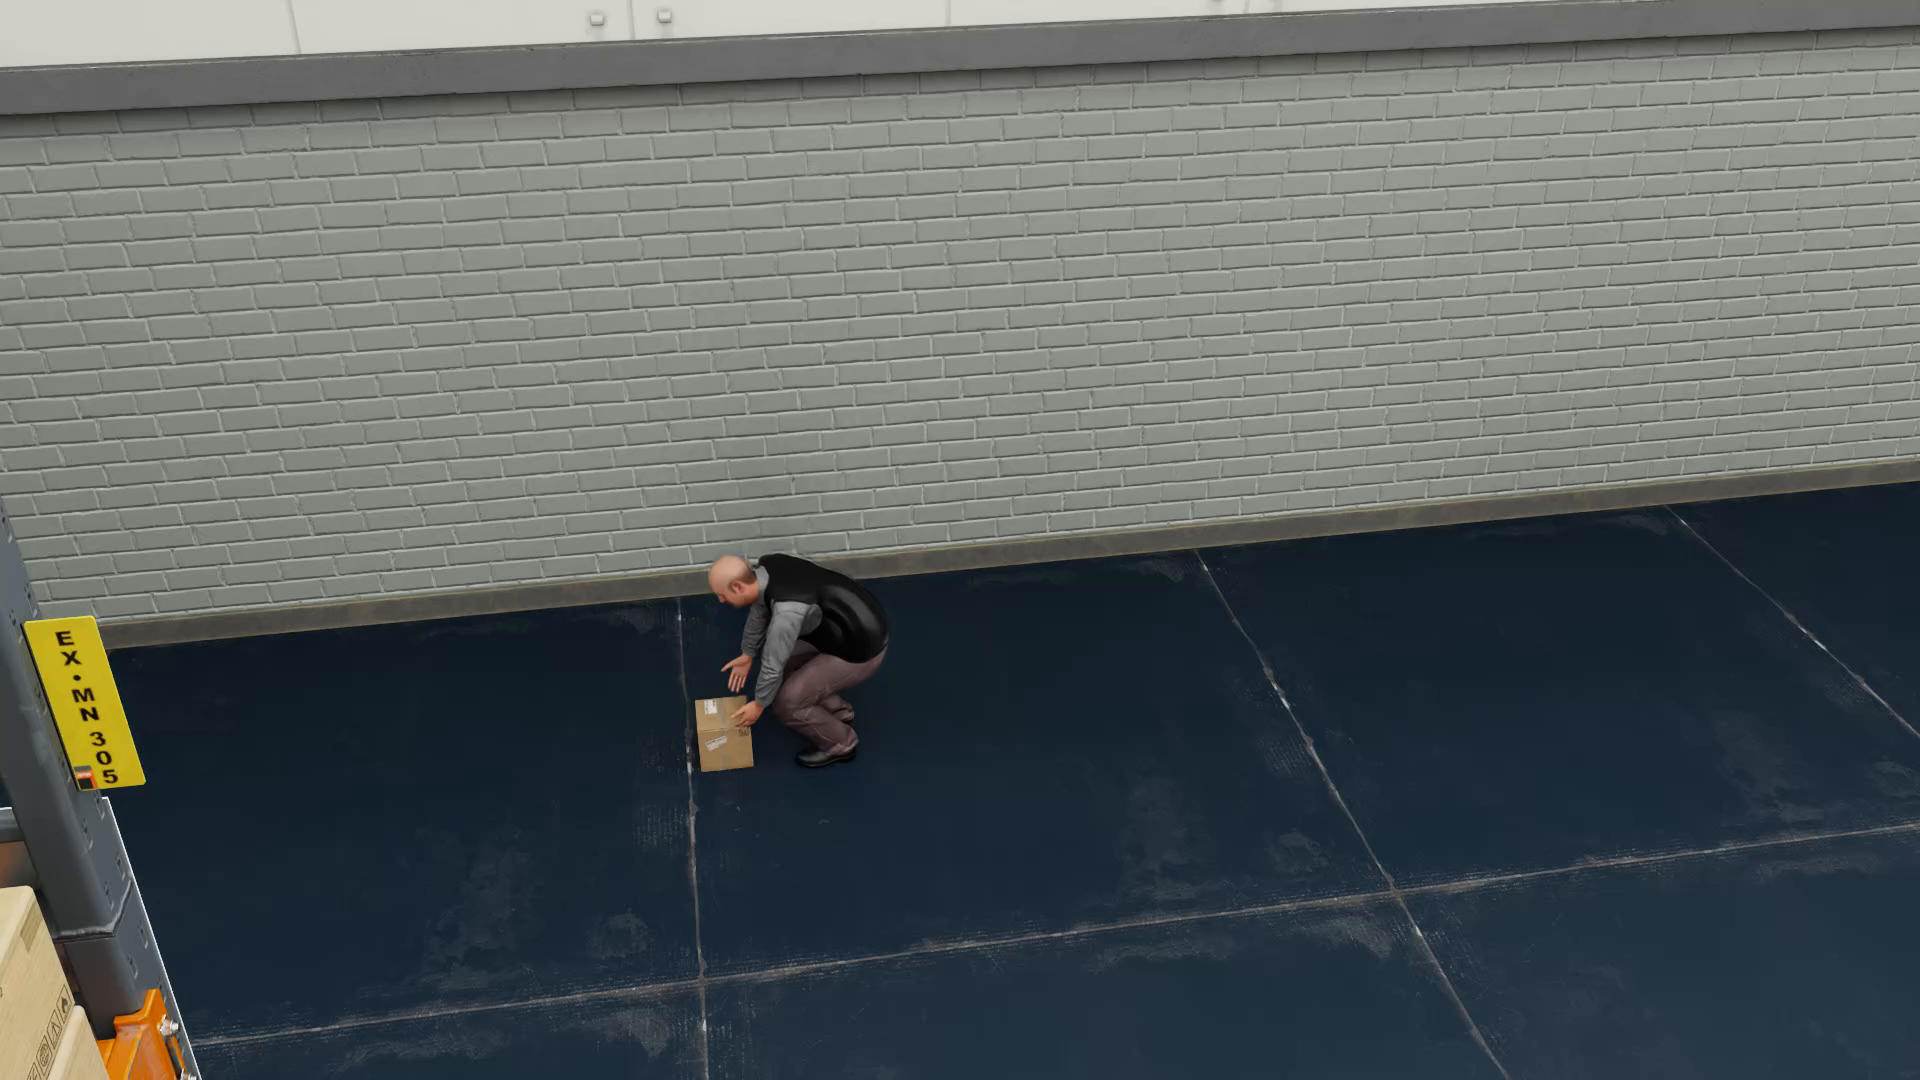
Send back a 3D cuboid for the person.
[{"bbox_3d":[-0.737,0.535,7.831,0.823,1.139,0.568,-5,31,-8],"label":"person"}]
